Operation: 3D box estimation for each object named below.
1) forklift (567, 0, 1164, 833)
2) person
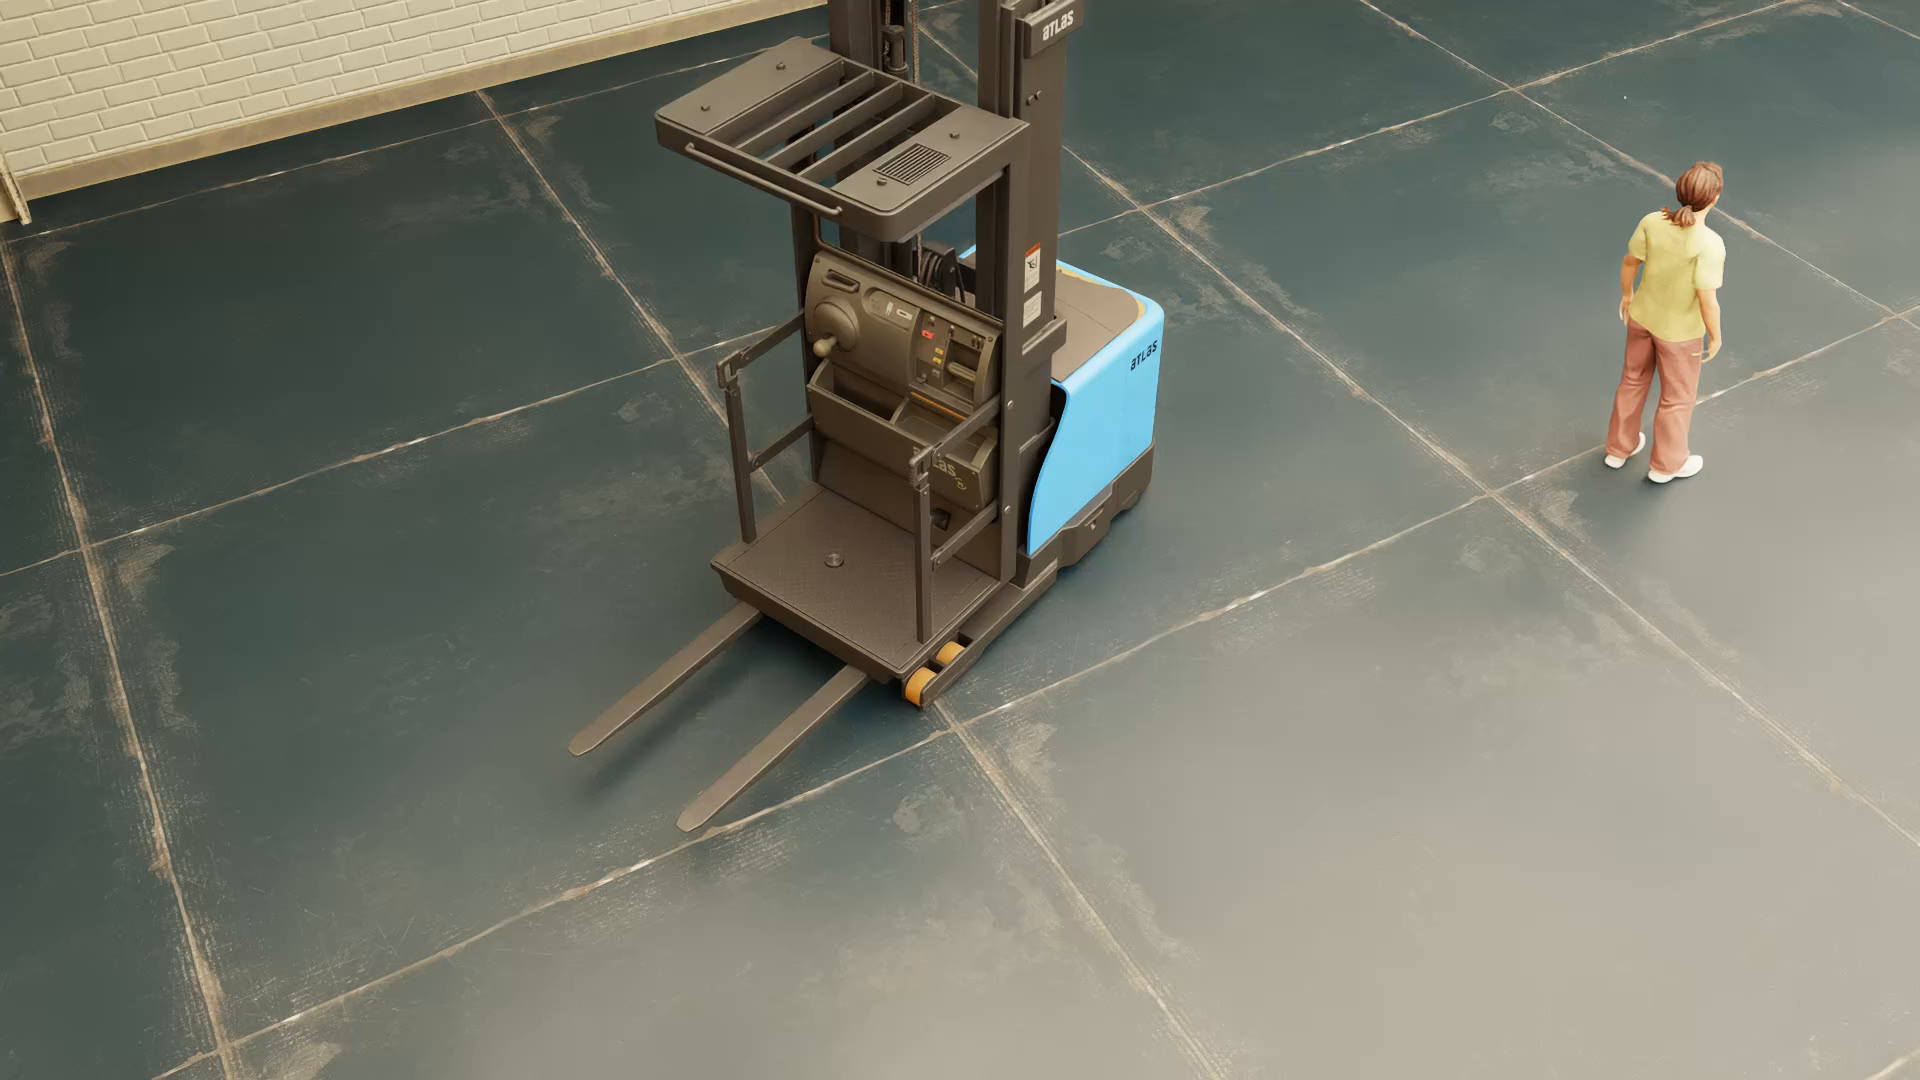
[{"bbox_3d":[-0.375,-0.749,6.505,1.130,2.935,3.031,28,50,27],"label":"forklift"},{"bbox_3d":[3.317,-1.019,7.714,0.536,1.679,0.541,-24,48,-23],"label":"person"}]
